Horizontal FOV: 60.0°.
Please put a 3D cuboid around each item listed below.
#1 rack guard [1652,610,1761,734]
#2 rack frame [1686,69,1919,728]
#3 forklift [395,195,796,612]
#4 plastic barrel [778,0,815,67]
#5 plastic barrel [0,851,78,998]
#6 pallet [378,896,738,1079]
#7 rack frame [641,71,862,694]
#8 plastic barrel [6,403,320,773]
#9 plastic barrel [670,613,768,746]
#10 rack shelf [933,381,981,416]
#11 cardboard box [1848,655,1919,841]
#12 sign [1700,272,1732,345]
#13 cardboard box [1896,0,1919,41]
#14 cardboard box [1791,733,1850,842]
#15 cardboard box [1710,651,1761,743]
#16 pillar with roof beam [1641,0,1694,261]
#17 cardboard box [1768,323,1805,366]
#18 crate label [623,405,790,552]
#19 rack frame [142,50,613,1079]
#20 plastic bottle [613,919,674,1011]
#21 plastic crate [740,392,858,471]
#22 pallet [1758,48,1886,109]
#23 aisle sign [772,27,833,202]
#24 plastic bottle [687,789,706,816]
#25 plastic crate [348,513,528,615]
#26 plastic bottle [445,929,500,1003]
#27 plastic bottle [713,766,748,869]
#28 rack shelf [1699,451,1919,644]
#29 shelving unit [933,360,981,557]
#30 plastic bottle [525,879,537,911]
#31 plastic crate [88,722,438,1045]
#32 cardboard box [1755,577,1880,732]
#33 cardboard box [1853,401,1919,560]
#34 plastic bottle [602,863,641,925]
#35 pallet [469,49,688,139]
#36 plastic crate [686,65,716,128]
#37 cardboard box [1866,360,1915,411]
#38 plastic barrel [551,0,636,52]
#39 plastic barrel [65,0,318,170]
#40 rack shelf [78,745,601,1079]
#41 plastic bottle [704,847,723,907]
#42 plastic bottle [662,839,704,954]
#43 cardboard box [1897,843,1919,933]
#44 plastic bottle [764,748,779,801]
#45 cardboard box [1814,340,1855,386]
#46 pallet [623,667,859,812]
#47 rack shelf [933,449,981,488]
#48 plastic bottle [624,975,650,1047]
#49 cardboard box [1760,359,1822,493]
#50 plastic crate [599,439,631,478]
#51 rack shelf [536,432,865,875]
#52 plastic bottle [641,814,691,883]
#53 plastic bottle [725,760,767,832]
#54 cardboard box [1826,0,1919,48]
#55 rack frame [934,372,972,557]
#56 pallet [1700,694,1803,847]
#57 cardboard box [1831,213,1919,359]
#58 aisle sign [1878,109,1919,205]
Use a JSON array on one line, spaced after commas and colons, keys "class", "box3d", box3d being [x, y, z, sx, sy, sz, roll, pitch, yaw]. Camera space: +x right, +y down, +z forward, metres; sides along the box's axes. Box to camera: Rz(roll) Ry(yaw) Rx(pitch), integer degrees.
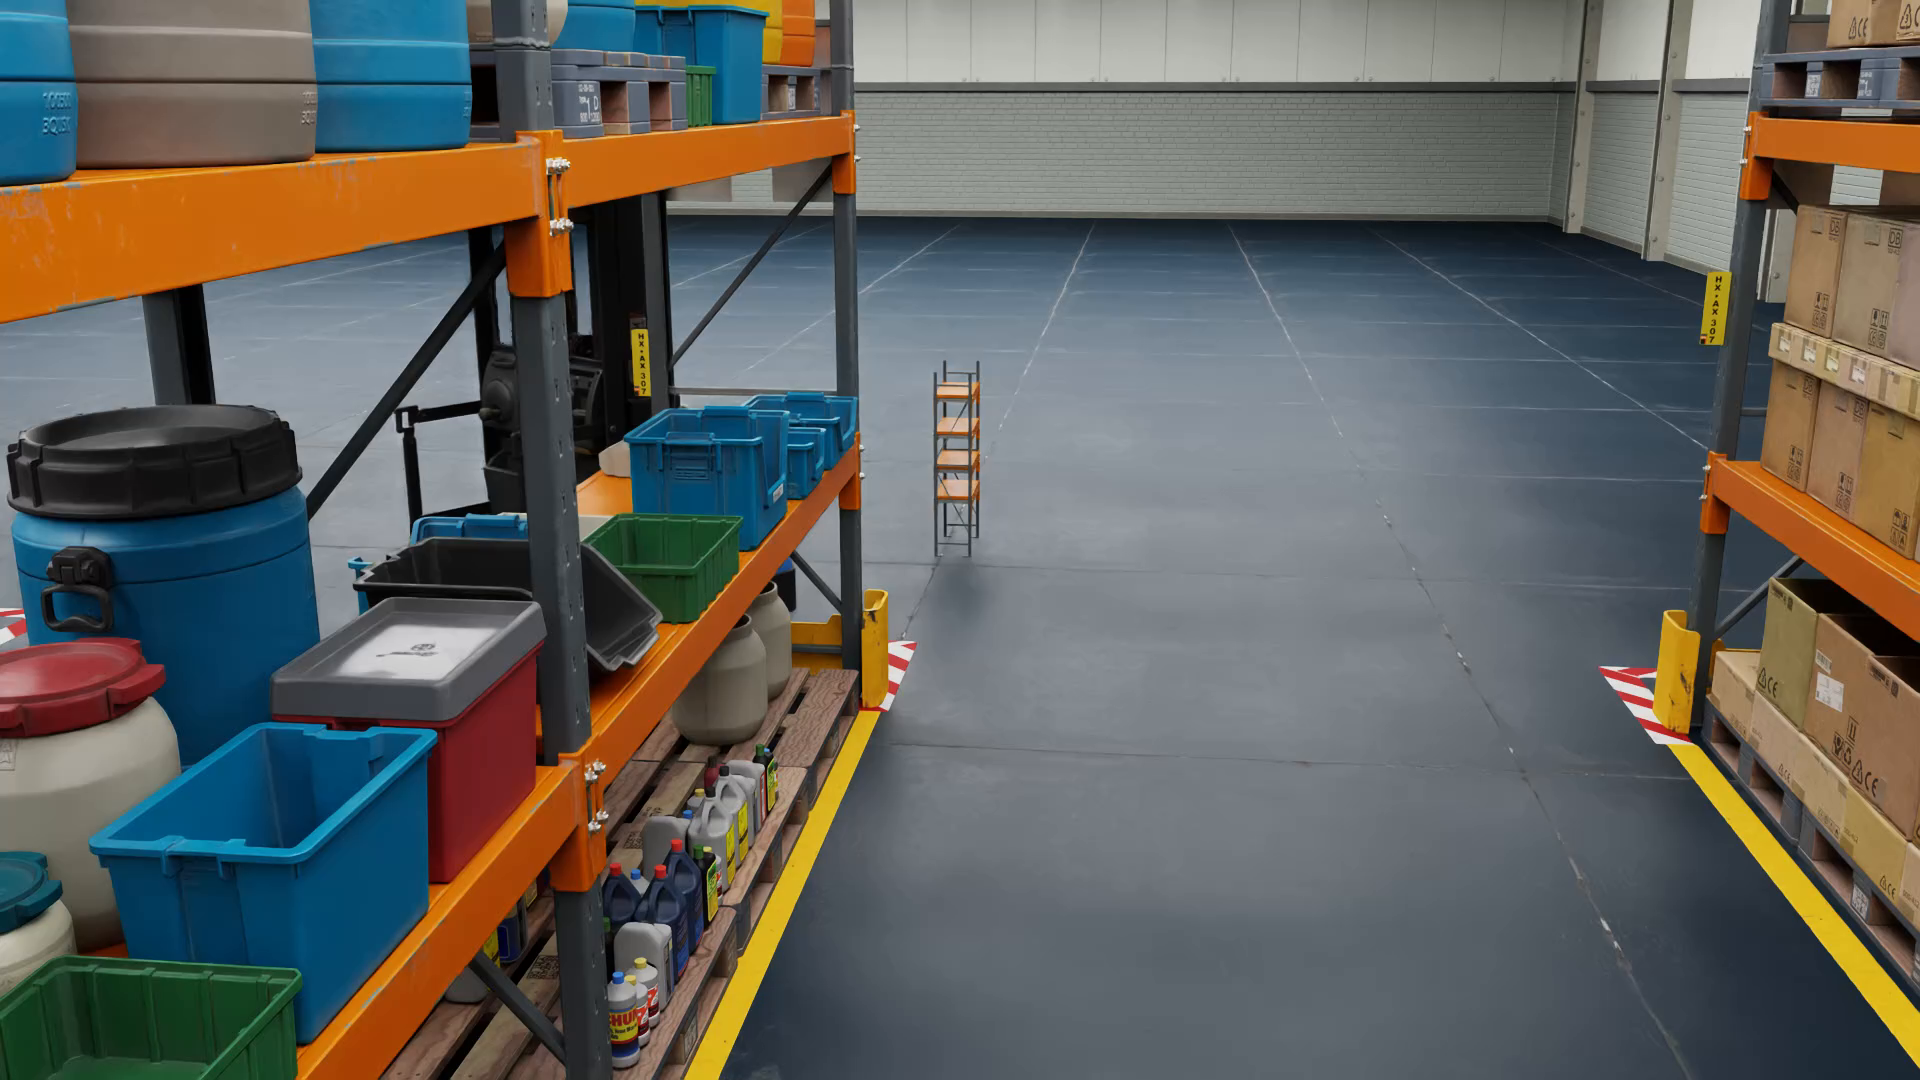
[{"class": "rack guard", "box3d": [3.933, 0.639, 7.842, 1.175, 0.500, 0.348, 2, 15, 6]}, {"class": "rack frame", "box3d": [3.930, -0.562, 7.493, 1.000, 3.000, 0.127, 2, 15, 6]}, {"class": "forklift", "box3d": [-2.270, -0.749, 8.318, 1.130, 2.935, 3.031, 13, 20, 39]}, {"class": "plastic barrel", "box3d": [-0.920, -2.437, 7.054, 0.600, 0.830, 0.708, 2, 15, 6]}, {"class": "plastic barrel", "box3d": [-1.744, 0.734, 2.965, 0.301, 0.262, 0.301, 0, 15, 0]}, {"class": "pallet", "box3d": [-1.325, 1.502, 5.203, 1.003, 0.211, 1.213, 2, 15, 6]}, {"class": "rack frame", "box3d": [-0.991, -0.709, 8.036, 1.000, 3.000, 0.127, 2, 15, 6]}, {"class": "plastic barrel", "box3d": [-1.787, 0.178, 3.796, 0.600, 0.901, 0.708, 2, 15, 6]}, {"class": "plastic barrel", "box3d": [-1.046, 0.593, 7.186, 0.421, 0.512, 0.421, 0, 15, 0]}, {"class": "rack shelf", "box3d": [-0.019, -0.916, 10.744, 0.258, 0.148, 0.480, 2, 15, 6]}, {"class": "cardboard box", "box3d": [3.477, 0.722, 5.771, 0.500, 0.500, 0.500, 2, 15, 6]}, {"class": "sign", "box3d": [3.379, -1.036, 7.436, 0.100, 0.325, 0.005, 2, 15, 6]}, {"class": "cardboard box", "box3d": [3.471, -1.906, 5.452, 0.500, 0.500, 0.500, 2, 15, 6]}, {"class": "cardboard box", "box3d": [3.539, 0.955, 6.347, 0.500, 0.250, 0.500, 2, 15, 6]}, {"class": "cardboard box", "box3d": [3.648, 0.695, 7.307, 0.500, 0.250, 0.500, 2, 15, 6]}, {"class": "pillar with roof beam", "box3d": [8.064, -9.457, 28.897, 9.100, 9.000, 0.400, 2, 15, 6]}, {"class": "cardboard box", "box3d": [3.672, -0.828, 7.042, 0.380, 0.149, 0.250, 2, 15, 6]}, {"class": "crate label", "box3d": [-0.930, -0.240, 6.237, 0.502, 0.435, 0.616, 2, 15, 6]}, {"class": "rack frame", "box3d": [-1.443, 0.329, 4.199, 1.000, 3.000, 0.127, 2, 15, 6]}, {"class": "plastic bottle", "box3d": [-0.962, 1.277, 5.069, 0.152, 0.276, 0.135, 2, 15, 8]}, {"class": "plastic crate", "box3d": [-0.750, -0.498, 7.543, 0.499, 0.251, 0.616, 2, 15, 6]}, {"class": "pallet", "box3d": [3.825, -1.784, 6.438, 1.003, 0.211, 1.213, 2, 15, 6]}, {"class": "aisle sign", "box3d": [-0.688, -1.973, 7.733, 0.394, 0.787, 0.004, 2, 15, 6]}, {"class": "plastic bottle", "box3d": [-0.960, 1.021, 6.158, 0.097, 0.201, 0.097, 0, 15, 0]}, {"class": "plastic crate", "box3d": [-1.588, 0.106, 5.310, 0.499, 0.251, 0.616, 2, 15, 6]}, {"class": "plastic bottle", "box3d": [-1.513, 1.224, 5.121, 0.144, 0.351, 0.185, 2, 15, 6]}, {"class": "plastic bottle", "box3d": [-0.849, 0.991, 5.984, 0.144, 0.351, 0.185, 2, 15, 9]}, {"class": "rack shelf", "box3d": [3.704, 0.304, 5.669, 1.077, 0.370, 4.000, 2, 15, 6]}, {"class": "shelving unit", "box3d": [-0.019, -0.536, 10.847, 0.258, 1.200, 0.503, 2, 15, 6]}, {"class": "plastic bottle", "box3d": [-1.493, 1.115, 5.653, 0.061, 0.283, 0.133, 2, 15, 6]}, {"class": "plastic crate", "box3d": [-1.258, 0.632, 3.110, 0.392, 0.384, 0.575, 2, 15, 6]}, {"class": "cardboard box", "box3d": [3.594, 0.463, 6.729, 0.500, 0.500, 0.500, 2, 15, 6]}, {"class": "cardboard box", "box3d": [3.748, -0.224, 6.054, 0.700, 0.500, 0.500, 2, 15, 7]}, {"class": "plastic bottle", "box3d": [-1.082, 1.194, 5.232, 0.144, 0.351, 0.185, 2, 15, 6]}, {"class": "pallet", "box3d": [-1.458, -1.218, 4.535, 1.213, 0.211, 1.003, 2, 15, 6]}, {"class": "plastic crate", "box3d": [-0.994, -1.418, 5.319, 0.336, 0.188, 0.450, 2, 15, 6]}, {"class": "cardboard box", "box3d": [3.557, -0.560, 6.052, 0.380, 0.149, 0.250, 1, 15, 4]}, {"class": "plastic barrel", "box3d": [-1.224, -1.819, 4.631, 0.600, 0.901, 0.708, 2, 15, 6]}, {"class": "plastic barrel", "box3d": [-1.358, -1.053, 2.604, 0.600, 0.901, 0.600, 0, 15, 0]}, {"class": "rack shelf", "box3d": [-1.668, 1.195, 2.375, 1.077, 0.370, 4.000, 2, 15, 6]}, {"class": "plastic bottle", "box3d": [-0.863, 1.148, 5.686, 0.097, 0.201, 0.097, 0, 15, 0]}, {"class": "plastic bottle", "box3d": [-0.918, 1.149, 5.398, 0.144, 0.351, 0.185, 1, 15, 4]}, {"class": "cardboard box", "box3d": [3.422, 1.214, 5.389, 0.500, 0.250, 0.500, 2, 15, 6]}, {"class": "plastic bottle", "box3d": [-0.763, 0.919, 6.535, 0.097, 0.201, 0.097, 0, 15, 0]}, {"class": "cardboard box", "box3d": [3.615, -0.694, 6.550, 0.380, 0.149, 0.250, 2, 15, 6]}, {"class": "pallet", "box3d": [-1.050, 0.869, 7.543, 1.003, 0.211, 1.213, 2, 15, 6]}, {"class": "rack shelf", "box3d": [-0.019, -0.471, 10.864, 0.258, 0.148, 0.480, 2, 15, 6]}, {"class": "plastic bottle", "box3d": [-0.960, 1.371, 4.863, 0.097, 0.201, 0.097, 0, 15, 0]}, {"class": "cardboard box", "box3d": [3.865, -0.489, 7.034, 0.700, 0.500, 0.500, 2, 15, 6]}, {"class": "plastic crate", "box3d": [-1.412, -0.359, 7.247, 0.298, 0.136, 0.250, 2, 15, 6]}, {"class": "rack shelf", "box3d": [-1.217, 0.157, 6.212, 1.077, 0.370, 4.000, 2, 15, 6]}, {"class": "plastic bottle", "box3d": [-1.020, 1.077, 5.807, 0.152, 0.276, 0.135, 2, 15, 6]}, {"class": "plastic bottle", "box3d": [-0.819, 0.948, 6.286, 0.152, 0.276, 0.135, 2, 15, 7]}, {"class": "cardboard box", "box3d": [3.861, -2.181, 6.464, 0.797, 0.503, 0.637, 3, 15, 10]}, {"class": "rack frame", "box3d": [-0.046, -0.473, 10.613, 0.240, 1.200, 0.015, 2, 15, 6]}, {"class": "pallet", "box3d": [3.885, 0.984, 7.119, 1.003, 0.211, 1.213, 2, 15, 6]}, {"class": "cardboard box", "box3d": [3.805, -0.965, 6.308, 0.700, 0.500, 0.500, 1, 15, 5]}, {"class": "aisle sign", "box3d": [4.229, -1.825, 7.185, 0.394, 0.787, 0.004, 2, 15, 6]}]
